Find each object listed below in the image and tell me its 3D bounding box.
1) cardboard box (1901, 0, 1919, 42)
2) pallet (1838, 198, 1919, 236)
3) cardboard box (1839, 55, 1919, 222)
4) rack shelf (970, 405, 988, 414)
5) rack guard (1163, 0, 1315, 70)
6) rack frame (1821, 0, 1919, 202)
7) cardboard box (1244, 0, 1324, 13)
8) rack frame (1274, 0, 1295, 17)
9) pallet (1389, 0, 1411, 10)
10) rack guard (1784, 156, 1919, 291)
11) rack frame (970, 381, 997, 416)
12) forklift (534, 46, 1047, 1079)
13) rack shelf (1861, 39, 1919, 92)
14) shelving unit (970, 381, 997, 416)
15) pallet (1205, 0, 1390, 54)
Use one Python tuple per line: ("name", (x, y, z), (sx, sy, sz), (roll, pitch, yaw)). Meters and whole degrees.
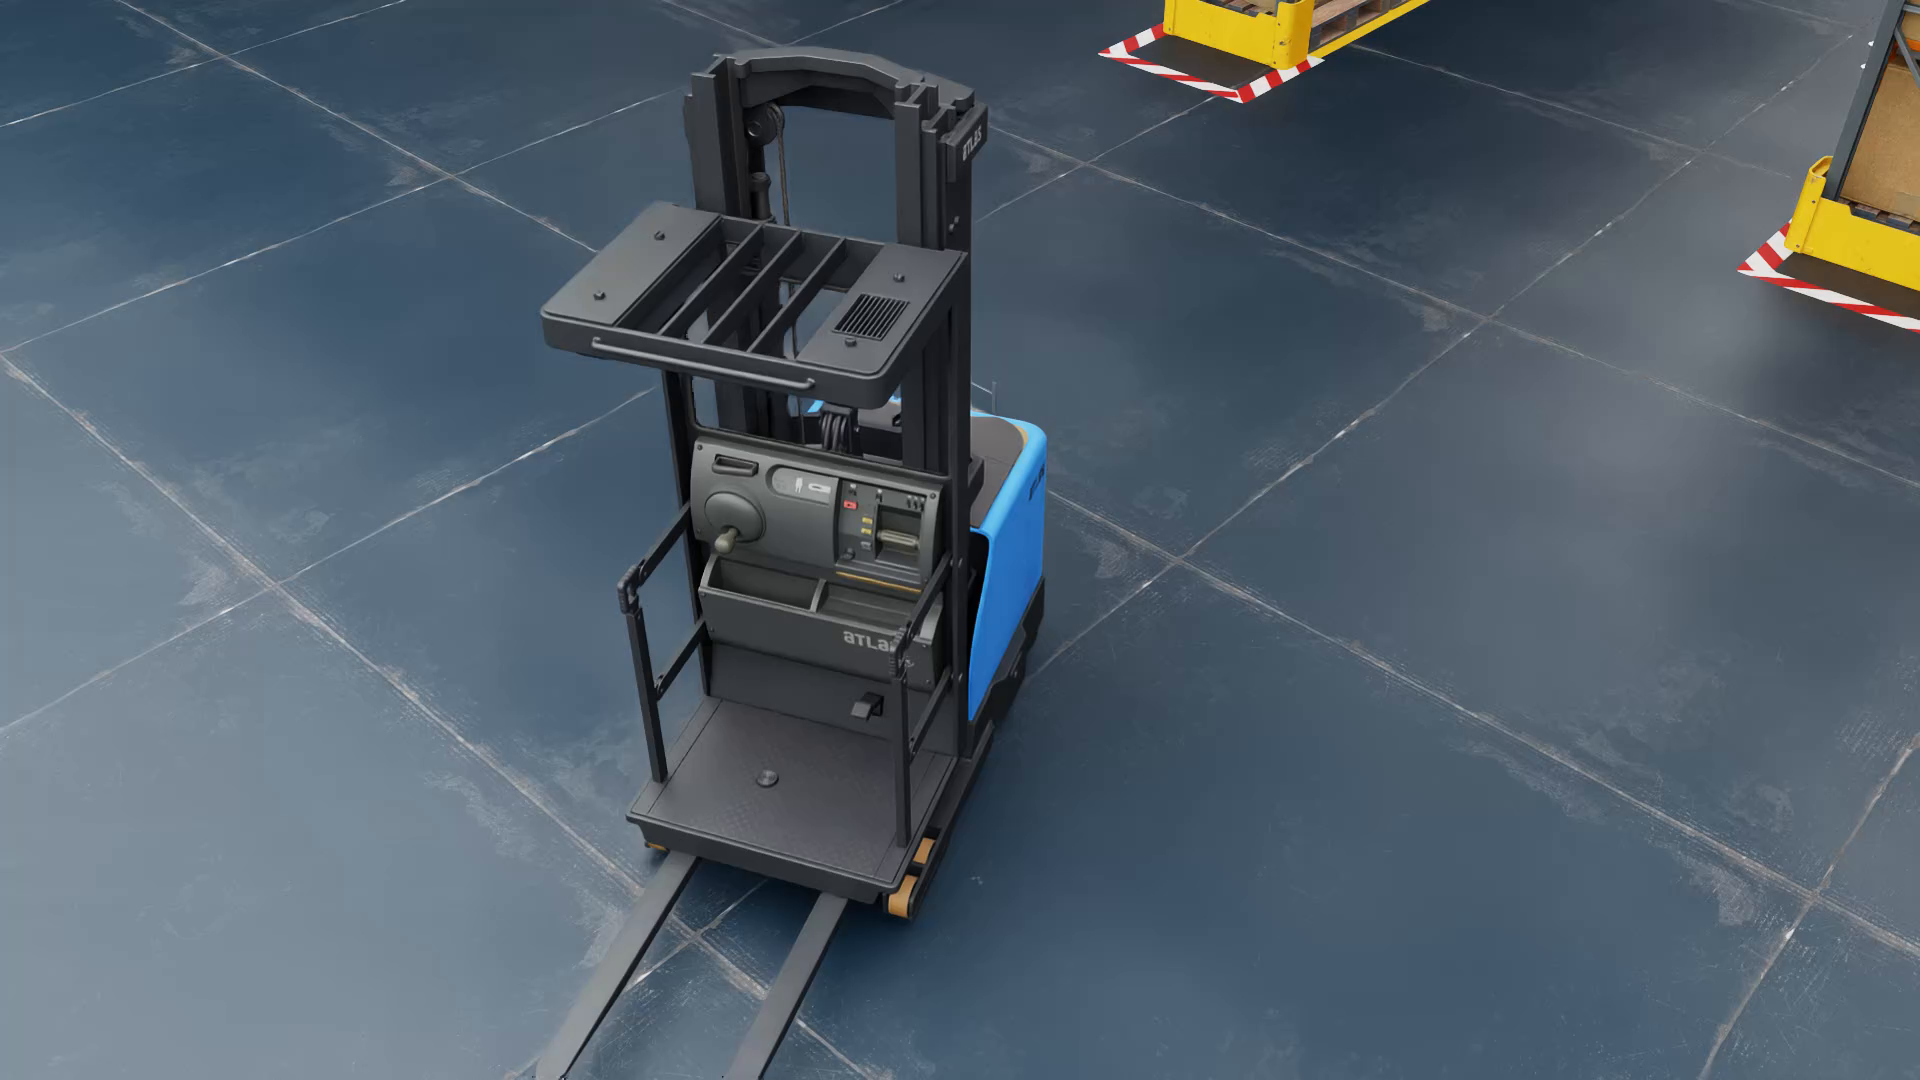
("cardboard box", (5.874, -3.089, 9.387), (0.875, 0.550, 0.550), (30, 47, 32))
("pallet", (6.138, -2.149, 10.567), (1.003, 0.211, 1.213), (30, 47, 32))
("cardboard box", (6.065, -2.513, 10.153), (0.875, 0.875, 0.875), (30, 47, 32))
("rack shelf", (0.005, -0.541, 7.611), (0.258, 0.077, 0.200), (30, 47, 32))
("rack guard", (2.115, -4.026, 12.695), (1.175, 0.500, 0.348), (30, 47, 32))
("rack frame", (5.657, -2.841, 9.196), (1.000, 3.000, 0.127), (30, 47, 32))
("cardboard box", (2.497, -4.435, 12.872), (0.500, 0.500, 0.500), (-25, 45, -28))
("rack frame", (2.064, -4.970, 11.873), (1.000, 3.000, 0.127), (30, 47, 32))
("pallet", (3.512, -4.829, 13.937), (1.003, 0.211, 1.213), (30, 47, 32))
("rack guard", (5.640, -1.851, 9.960), (1.175, 0.500, 0.348), (30, 47, 32))
("rack frame", (0.074, -0.403, 7.817), (0.240, 0.900, 0.006), (30, 47, 32))
("forklift", (-0.585, -0.018, 5.702), (1.130, 2.935, 3.031), (12, 40, 15))
("rack shelf", (7.006, -3.478, 10.575), (1.077, 0.370, 4.000), (30, 47, 32))
("shelving unit", (0.005, -0.356, 7.758), (0.258, 0.900, 0.210), (30, 47, 32))
("pallet", (2.689, -4.272, 13.236), (1.003, 0.211, 1.213), (30, 47, 32))
